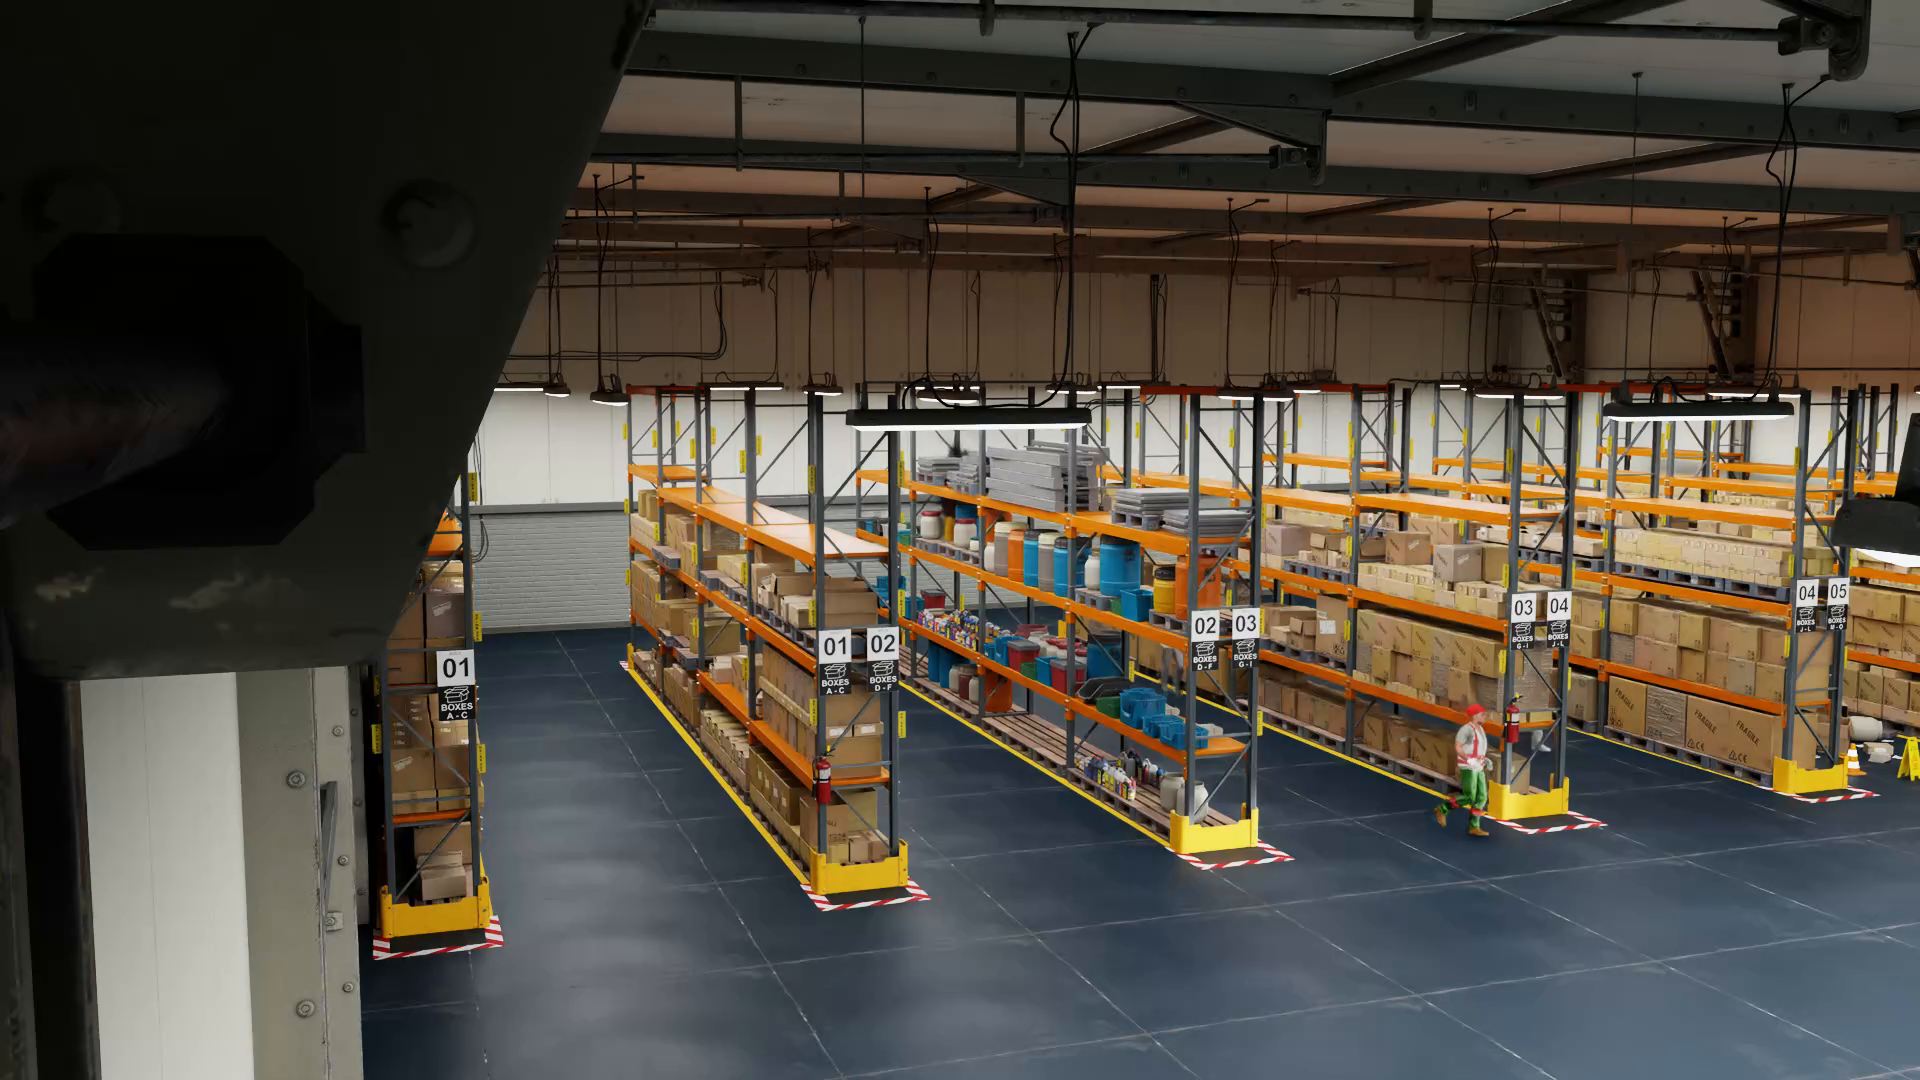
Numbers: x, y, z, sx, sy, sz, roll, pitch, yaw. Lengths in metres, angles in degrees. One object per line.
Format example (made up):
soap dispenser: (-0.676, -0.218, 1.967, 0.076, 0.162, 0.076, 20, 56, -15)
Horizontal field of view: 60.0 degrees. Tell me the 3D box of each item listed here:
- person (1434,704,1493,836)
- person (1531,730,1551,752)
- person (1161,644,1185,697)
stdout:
person: (6.993, 3.113, 22.770, 0.775, 1.747, 0.716, 5, 8, 41)
person: (9.434, 2.598, 27.670, 0.723, 1.748, 0.965, -4, 7, -31)
person: (3.969, 2.038, 30.852, 0.544, 1.754, 0.675, -2, 6, -19)
